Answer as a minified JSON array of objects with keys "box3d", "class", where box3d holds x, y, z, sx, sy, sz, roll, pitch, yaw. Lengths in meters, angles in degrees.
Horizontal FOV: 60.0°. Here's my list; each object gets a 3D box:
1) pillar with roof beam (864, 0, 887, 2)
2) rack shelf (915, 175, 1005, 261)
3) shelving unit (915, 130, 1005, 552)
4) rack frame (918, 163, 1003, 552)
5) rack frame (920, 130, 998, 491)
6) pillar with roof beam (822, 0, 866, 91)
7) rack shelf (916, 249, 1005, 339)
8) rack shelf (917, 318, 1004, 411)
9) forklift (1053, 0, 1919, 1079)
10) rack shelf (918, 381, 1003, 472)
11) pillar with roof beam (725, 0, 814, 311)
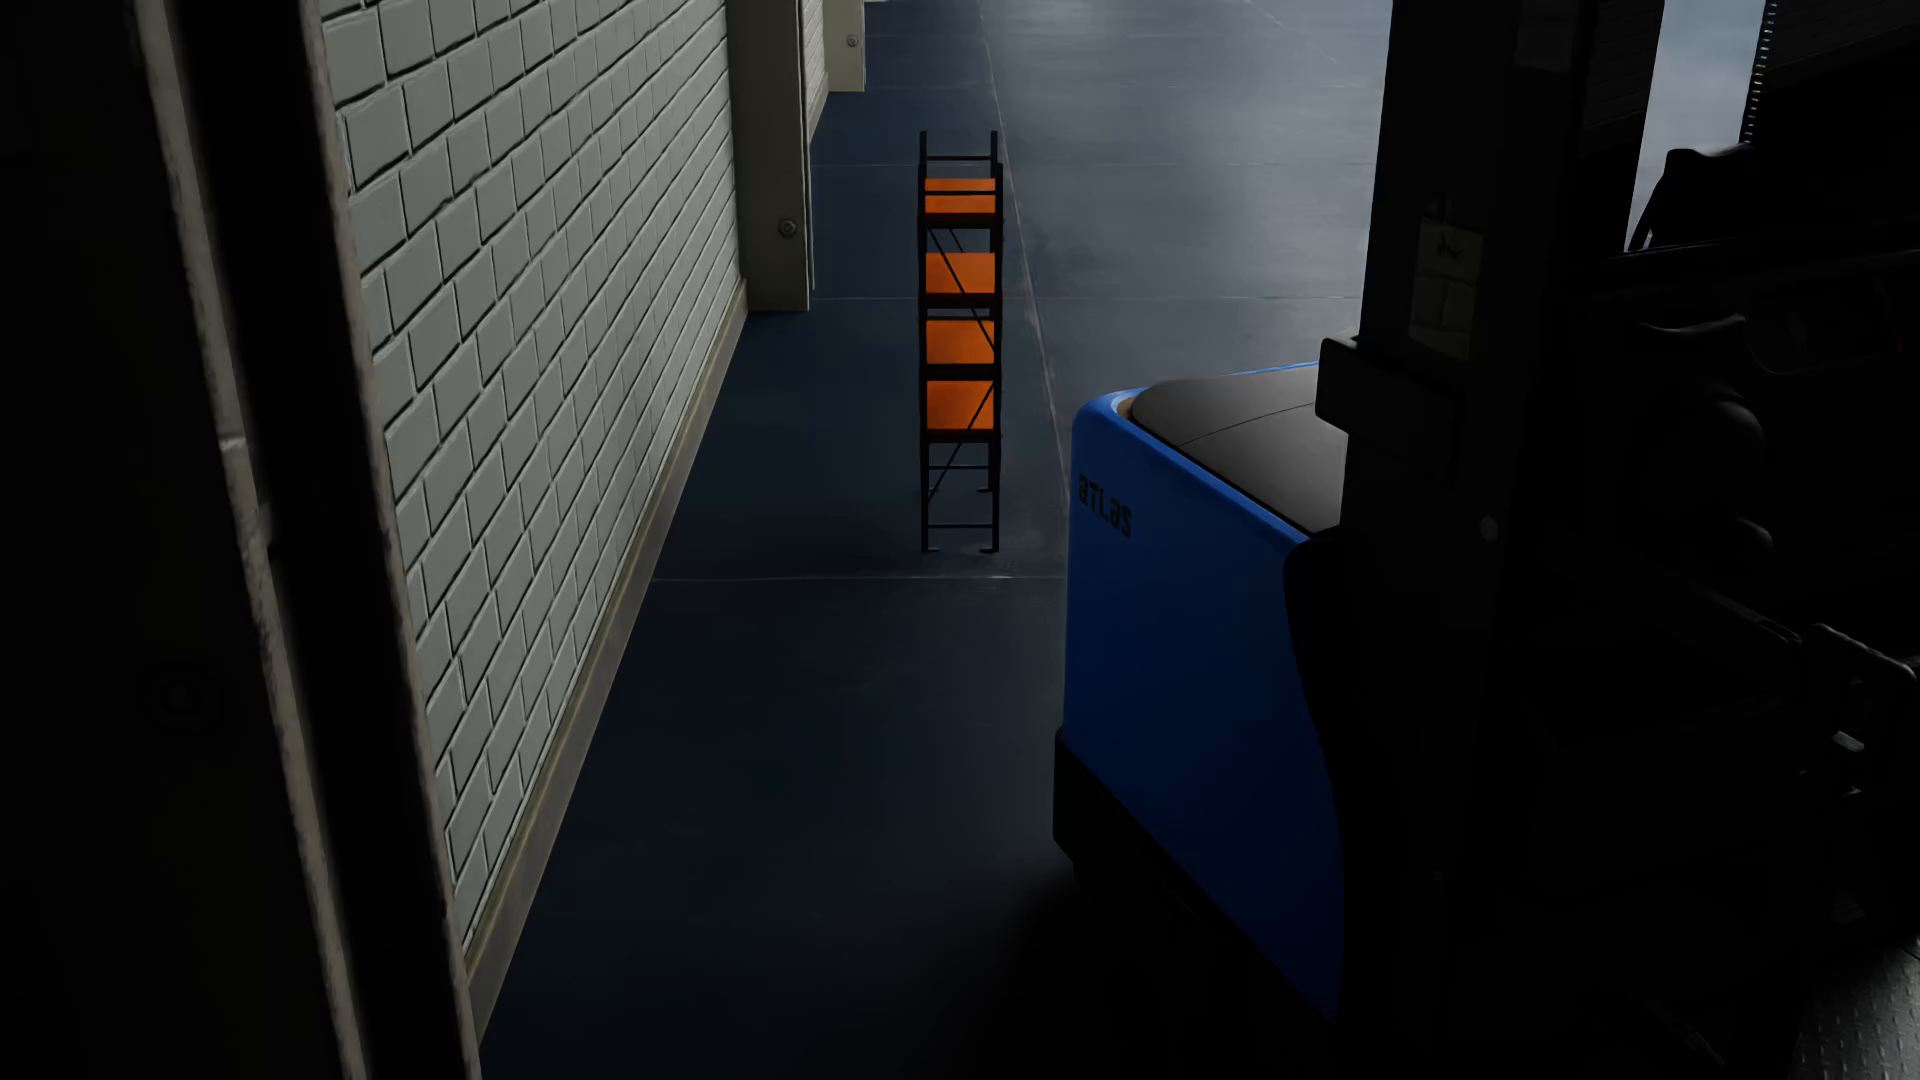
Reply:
[{"box3d":[3.329,-10.185,16.849,9.100,9.000,0.400,0,24,-1],"class":"pillar with roof beam"},{"box3d":[-0.002,-0.973,4.992,0.258,0.148,0.480,0,24,-1],"class":"rack shelf"},{"box3d":[-0.002,-0.615,5.154,0.258,1.200,0.503,0,24,-1],"class":"shelving unit"},{"box3d":[0.001,-0.514,4.931,0.240,1.200,0.015,0,24,-1],"class":"rack frame"},{"box3d":[-0.004,-0.715,5.376,0.240,1.200,0.015,0,24,-1],"class":"rack frame"},{"box3d":[3.395,-7.713,11.383,9.100,9.000,0.400,0,24,-1],"class":"pillar with roof beam"},{"box3d":[-0.002,-0.757,5.089,0.258,0.148,0.480,0,24,-1],"class":"rack shelf"},{"box3d":[-0.002,-0.554,5.181,0.258,0.148,0.480,0,24,-1],"class":"rack shelf"},{"box3d":[1.266,-0.167,2.062,1.130,2.935,3.031,-10,26,-22],"class":"forklift"},{"box3d":[-0.002,-0.373,5.263,0.258,0.148,0.480,0,24,-1],"class":"rack shelf"},{"box3d":[3.460,-5.240,5.916,9.100,9.000,0.400,0,24,-1],"class":"pillar with roof beam"}]
